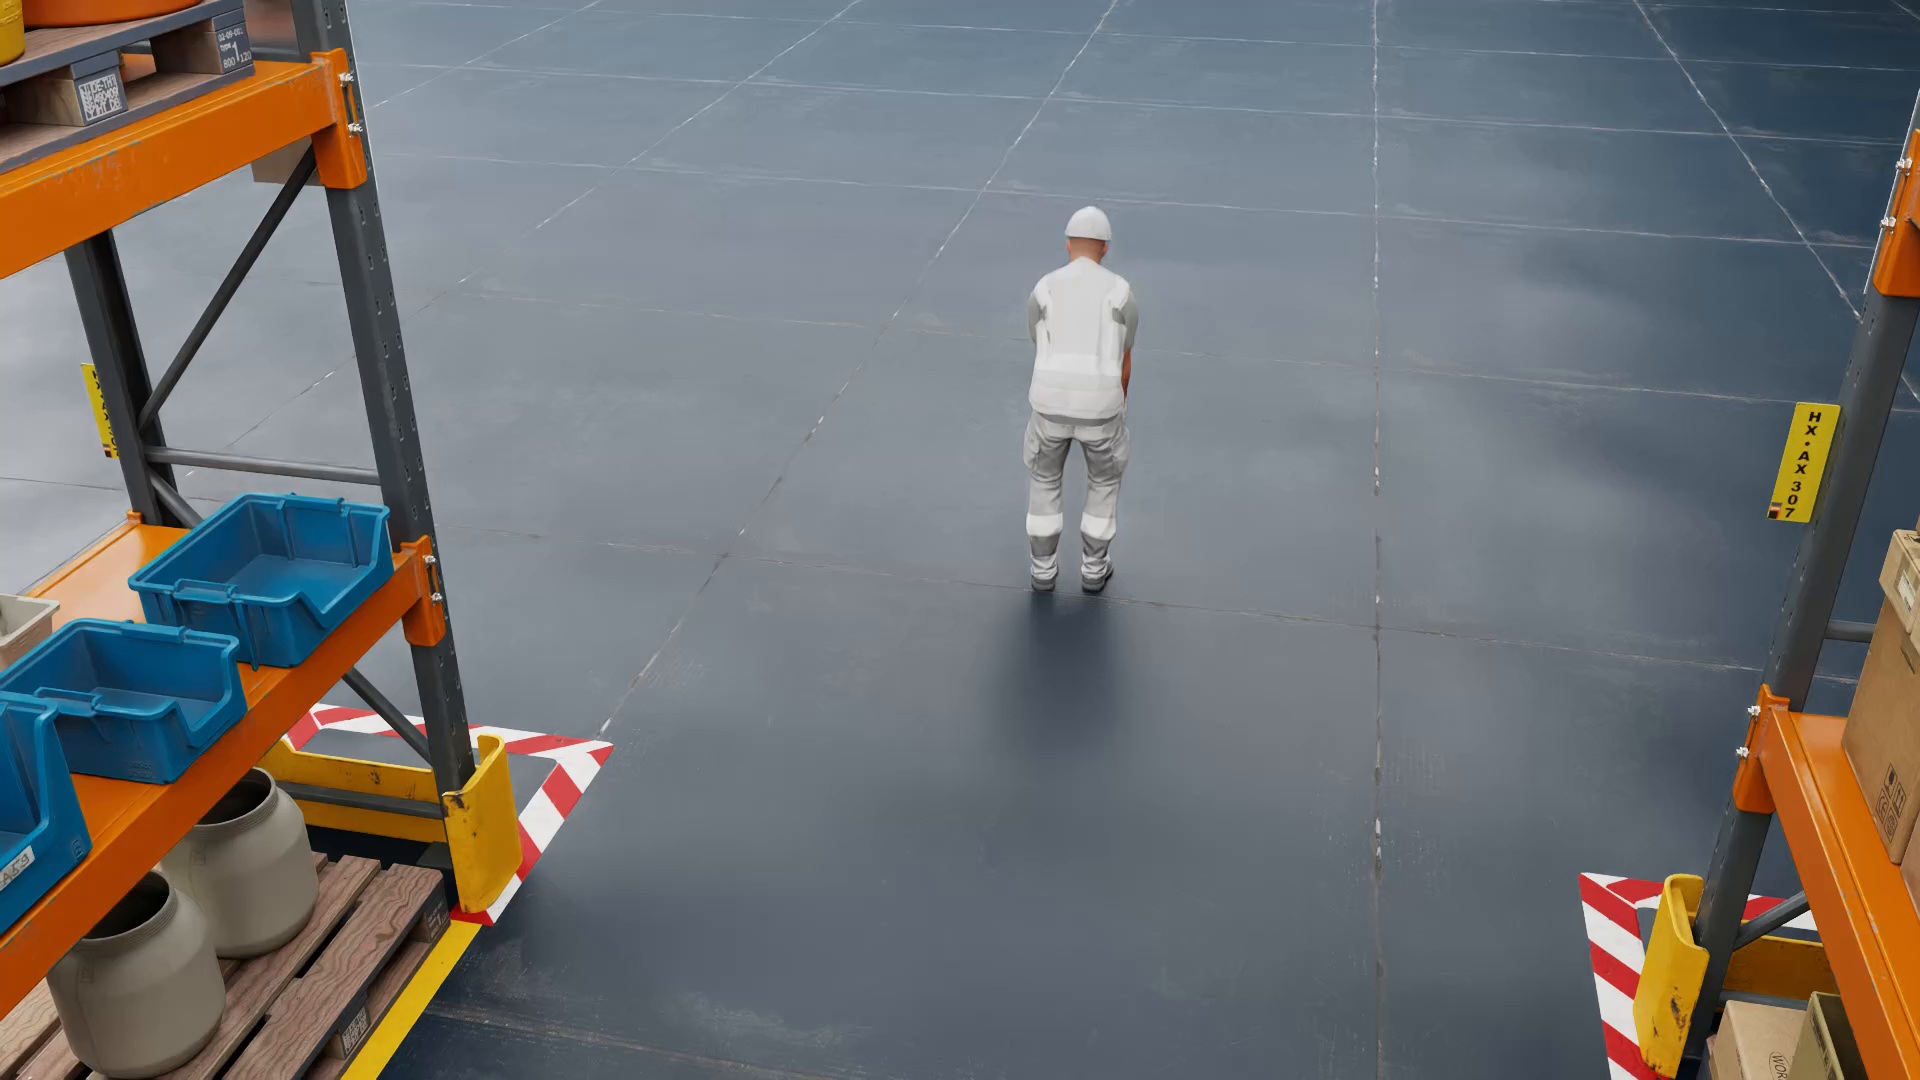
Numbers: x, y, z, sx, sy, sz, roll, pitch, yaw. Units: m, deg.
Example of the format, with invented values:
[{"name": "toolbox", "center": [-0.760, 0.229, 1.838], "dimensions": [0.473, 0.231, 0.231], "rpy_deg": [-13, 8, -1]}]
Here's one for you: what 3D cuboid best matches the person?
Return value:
[{"name": "person", "center": [0.524, -0.605, 7.335], "dimensions": [0.484, 1.669, 0.690], "rpy_deg": [5, 29, 10]}]
